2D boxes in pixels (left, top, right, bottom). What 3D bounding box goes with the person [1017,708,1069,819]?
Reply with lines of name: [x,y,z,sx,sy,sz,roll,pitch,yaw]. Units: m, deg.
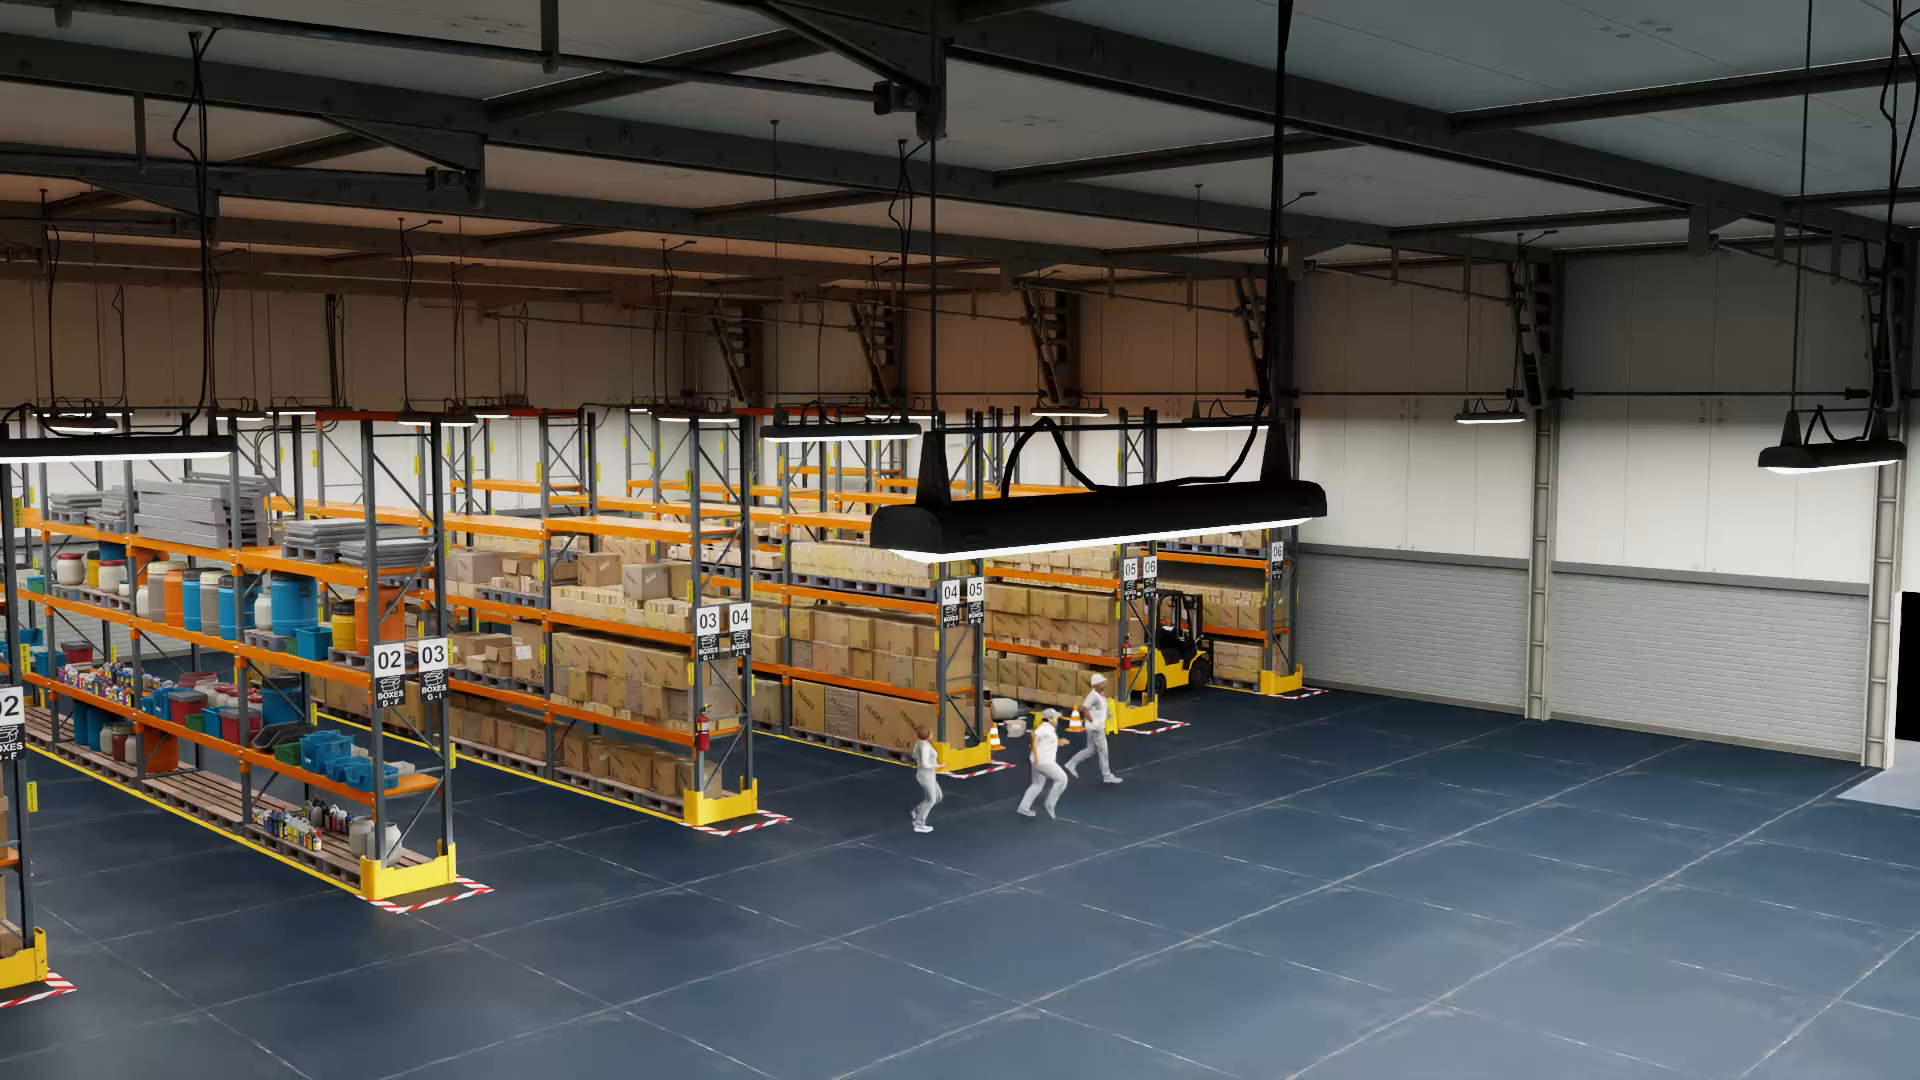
person: [1.245,3.324,24.675,0.784,1.662,0.630,-1,5,-6]

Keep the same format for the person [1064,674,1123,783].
person: [2.157,3.030,26.846,0.952,1.768,0.676,1,5,7]

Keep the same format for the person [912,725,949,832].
person: [-0.430,3.433,23.944,0.532,1.543,0.525,-1,5,-7]
